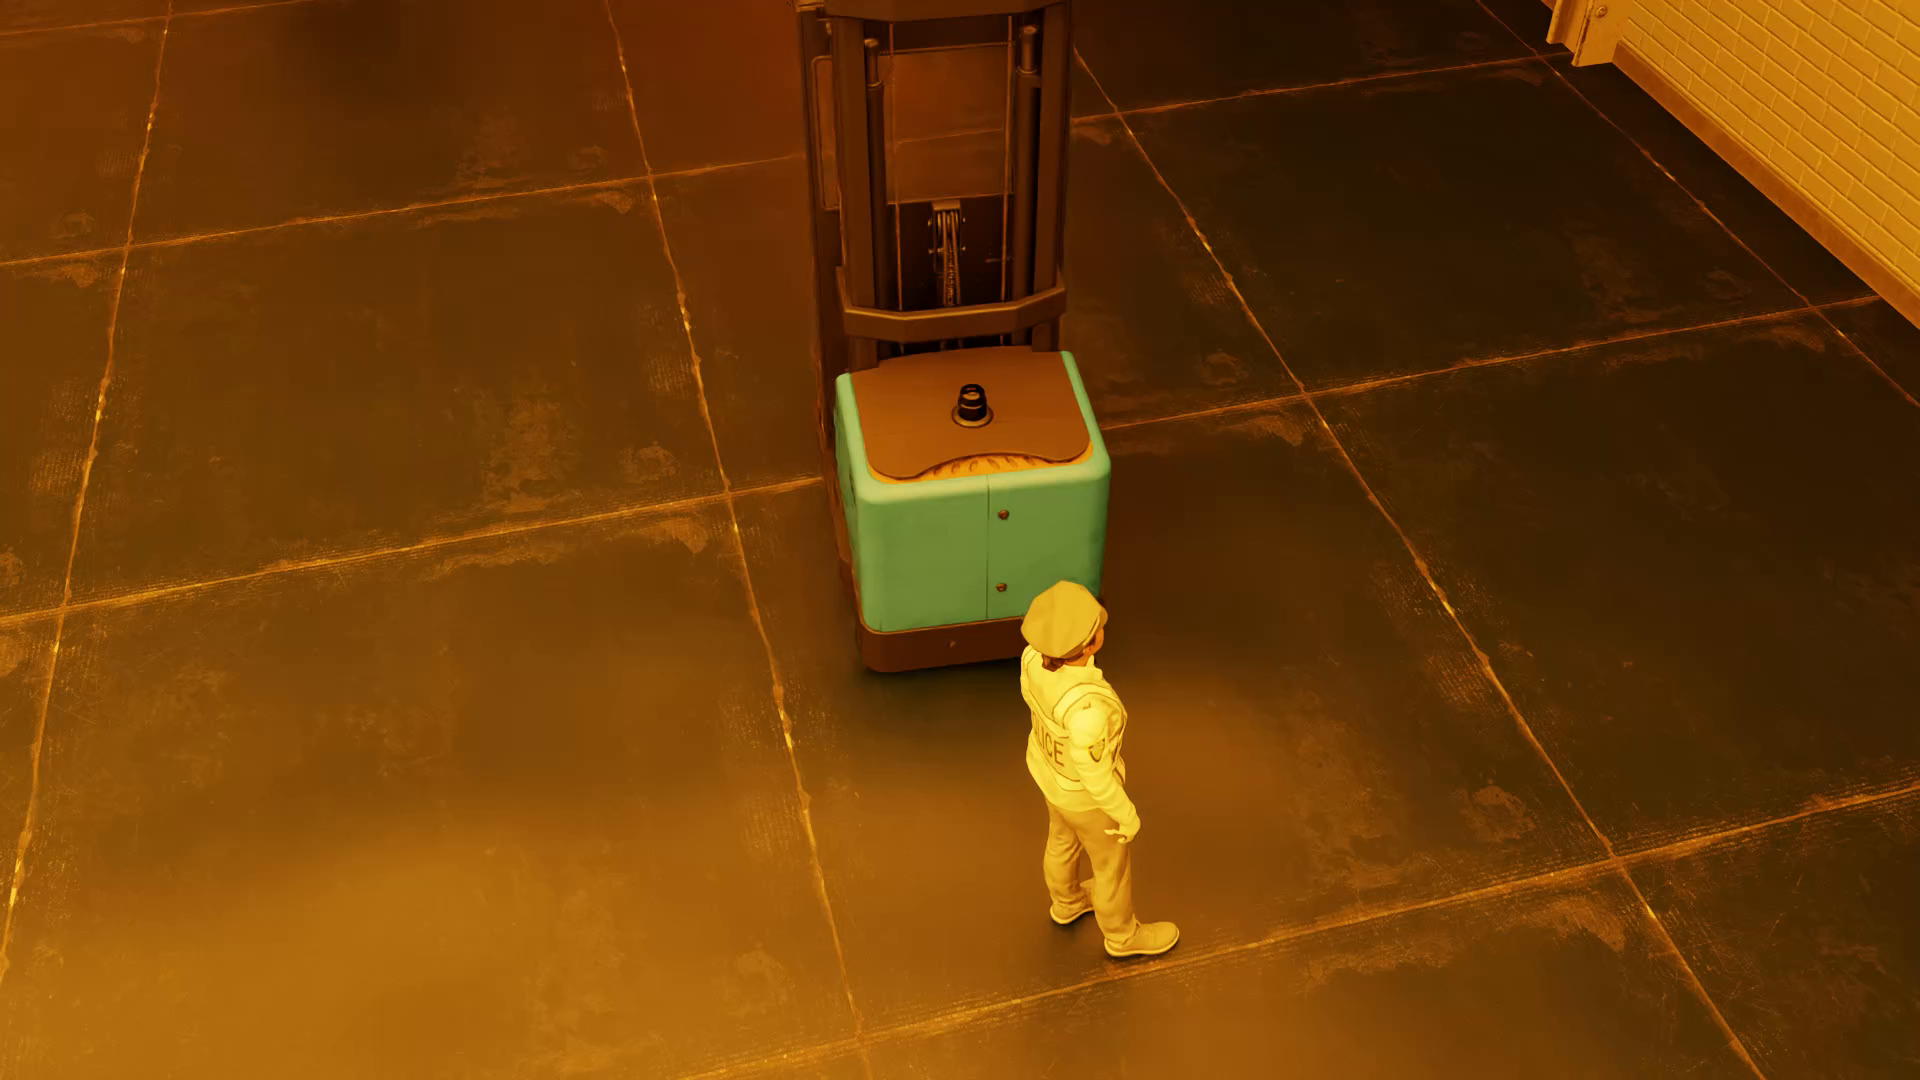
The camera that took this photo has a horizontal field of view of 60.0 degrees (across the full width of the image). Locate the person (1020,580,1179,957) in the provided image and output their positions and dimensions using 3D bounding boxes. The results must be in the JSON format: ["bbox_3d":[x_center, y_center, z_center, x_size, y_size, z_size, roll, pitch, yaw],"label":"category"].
[{"bbox_3d":[0.469,0.784,5.706,0.532,1.695,0.588,-18,46,-18],"label":"person"}]

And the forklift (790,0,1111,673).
[{"bbox_3d":[-0.136,-1.521,7.255,1.130,2.935,3.031,-7,44,-7],"label":"forklift"}]
